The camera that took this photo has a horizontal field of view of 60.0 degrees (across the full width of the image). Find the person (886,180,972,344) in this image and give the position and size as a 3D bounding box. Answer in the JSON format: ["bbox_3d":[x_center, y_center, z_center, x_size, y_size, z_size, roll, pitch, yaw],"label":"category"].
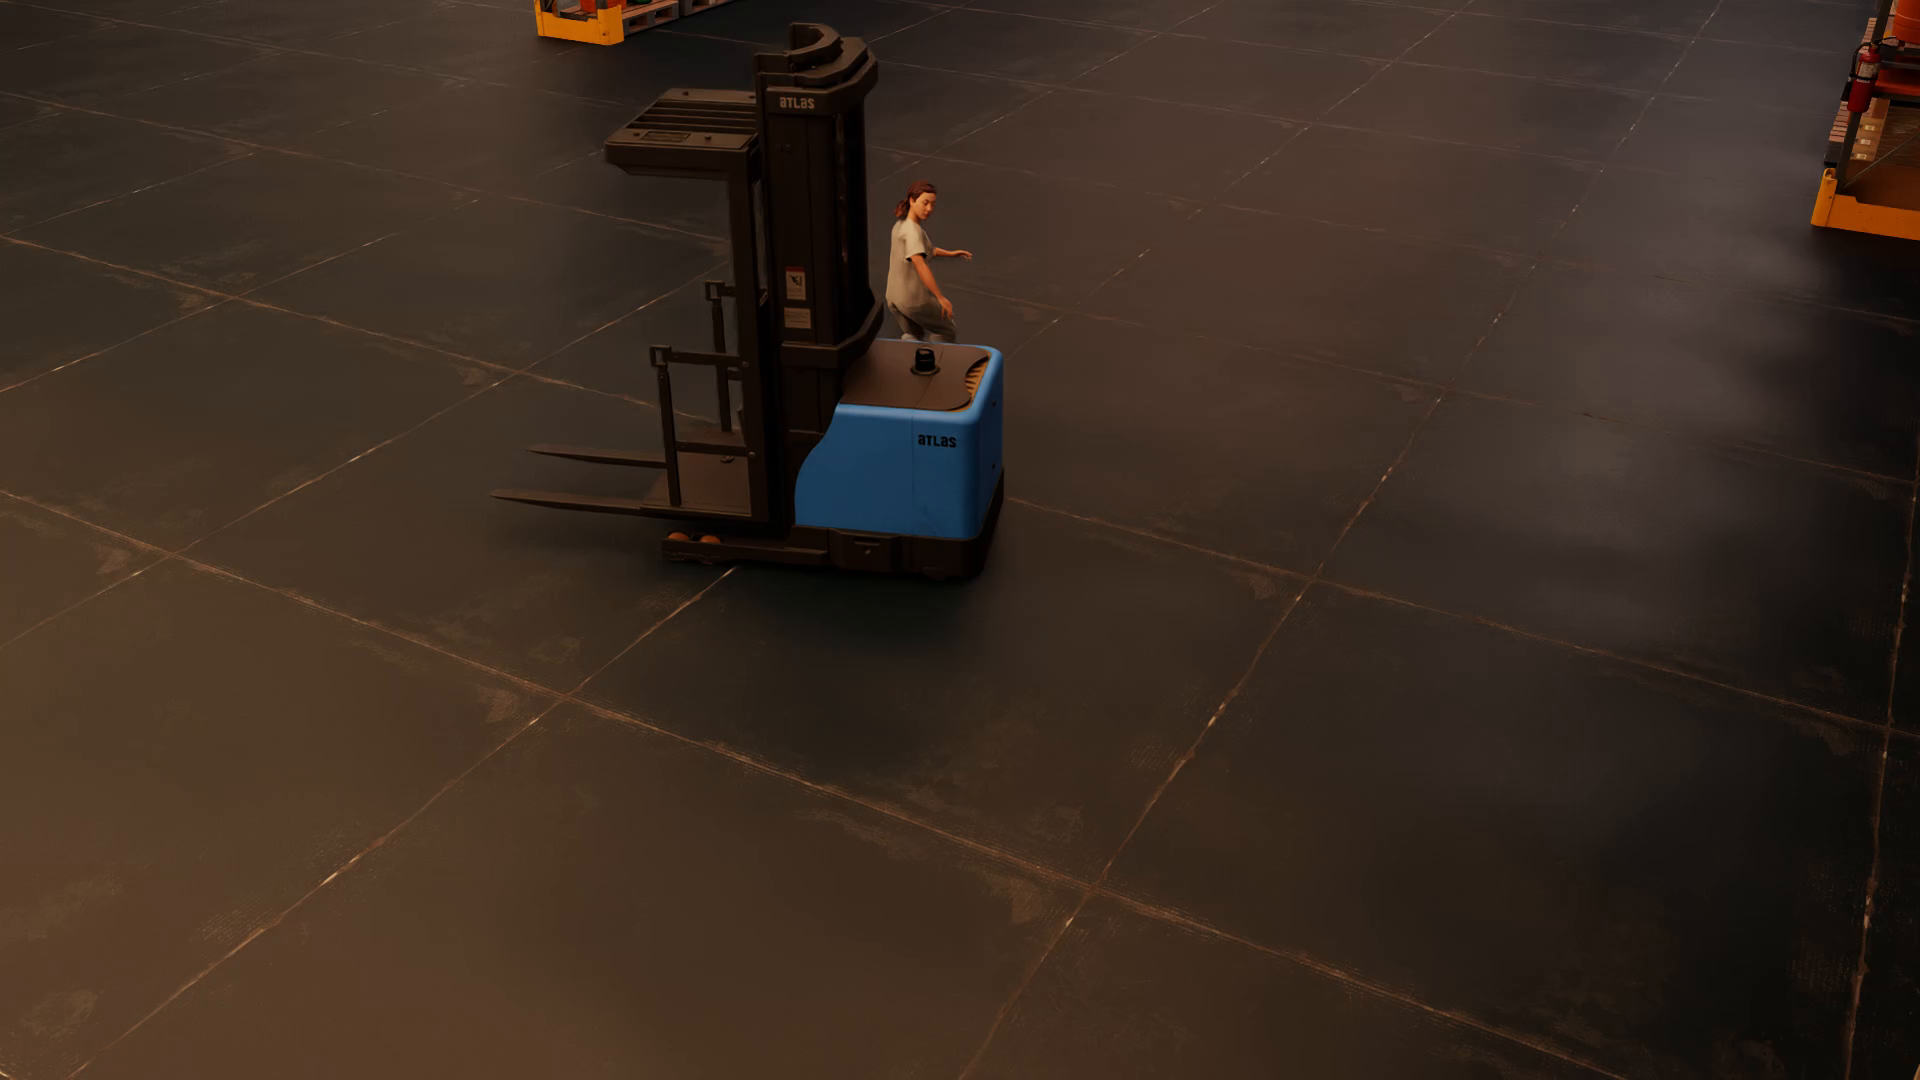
[{"bbox_3d":[-0.192,-1.678,11.383,0.806,1.542,0.774,-16,34,-26],"label":"person"}]

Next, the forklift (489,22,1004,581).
[{"bbox_3d":[-1.297,-1.380,9.461,3.031,2.935,1.130,5,30,9],"label":"forklift"}]
